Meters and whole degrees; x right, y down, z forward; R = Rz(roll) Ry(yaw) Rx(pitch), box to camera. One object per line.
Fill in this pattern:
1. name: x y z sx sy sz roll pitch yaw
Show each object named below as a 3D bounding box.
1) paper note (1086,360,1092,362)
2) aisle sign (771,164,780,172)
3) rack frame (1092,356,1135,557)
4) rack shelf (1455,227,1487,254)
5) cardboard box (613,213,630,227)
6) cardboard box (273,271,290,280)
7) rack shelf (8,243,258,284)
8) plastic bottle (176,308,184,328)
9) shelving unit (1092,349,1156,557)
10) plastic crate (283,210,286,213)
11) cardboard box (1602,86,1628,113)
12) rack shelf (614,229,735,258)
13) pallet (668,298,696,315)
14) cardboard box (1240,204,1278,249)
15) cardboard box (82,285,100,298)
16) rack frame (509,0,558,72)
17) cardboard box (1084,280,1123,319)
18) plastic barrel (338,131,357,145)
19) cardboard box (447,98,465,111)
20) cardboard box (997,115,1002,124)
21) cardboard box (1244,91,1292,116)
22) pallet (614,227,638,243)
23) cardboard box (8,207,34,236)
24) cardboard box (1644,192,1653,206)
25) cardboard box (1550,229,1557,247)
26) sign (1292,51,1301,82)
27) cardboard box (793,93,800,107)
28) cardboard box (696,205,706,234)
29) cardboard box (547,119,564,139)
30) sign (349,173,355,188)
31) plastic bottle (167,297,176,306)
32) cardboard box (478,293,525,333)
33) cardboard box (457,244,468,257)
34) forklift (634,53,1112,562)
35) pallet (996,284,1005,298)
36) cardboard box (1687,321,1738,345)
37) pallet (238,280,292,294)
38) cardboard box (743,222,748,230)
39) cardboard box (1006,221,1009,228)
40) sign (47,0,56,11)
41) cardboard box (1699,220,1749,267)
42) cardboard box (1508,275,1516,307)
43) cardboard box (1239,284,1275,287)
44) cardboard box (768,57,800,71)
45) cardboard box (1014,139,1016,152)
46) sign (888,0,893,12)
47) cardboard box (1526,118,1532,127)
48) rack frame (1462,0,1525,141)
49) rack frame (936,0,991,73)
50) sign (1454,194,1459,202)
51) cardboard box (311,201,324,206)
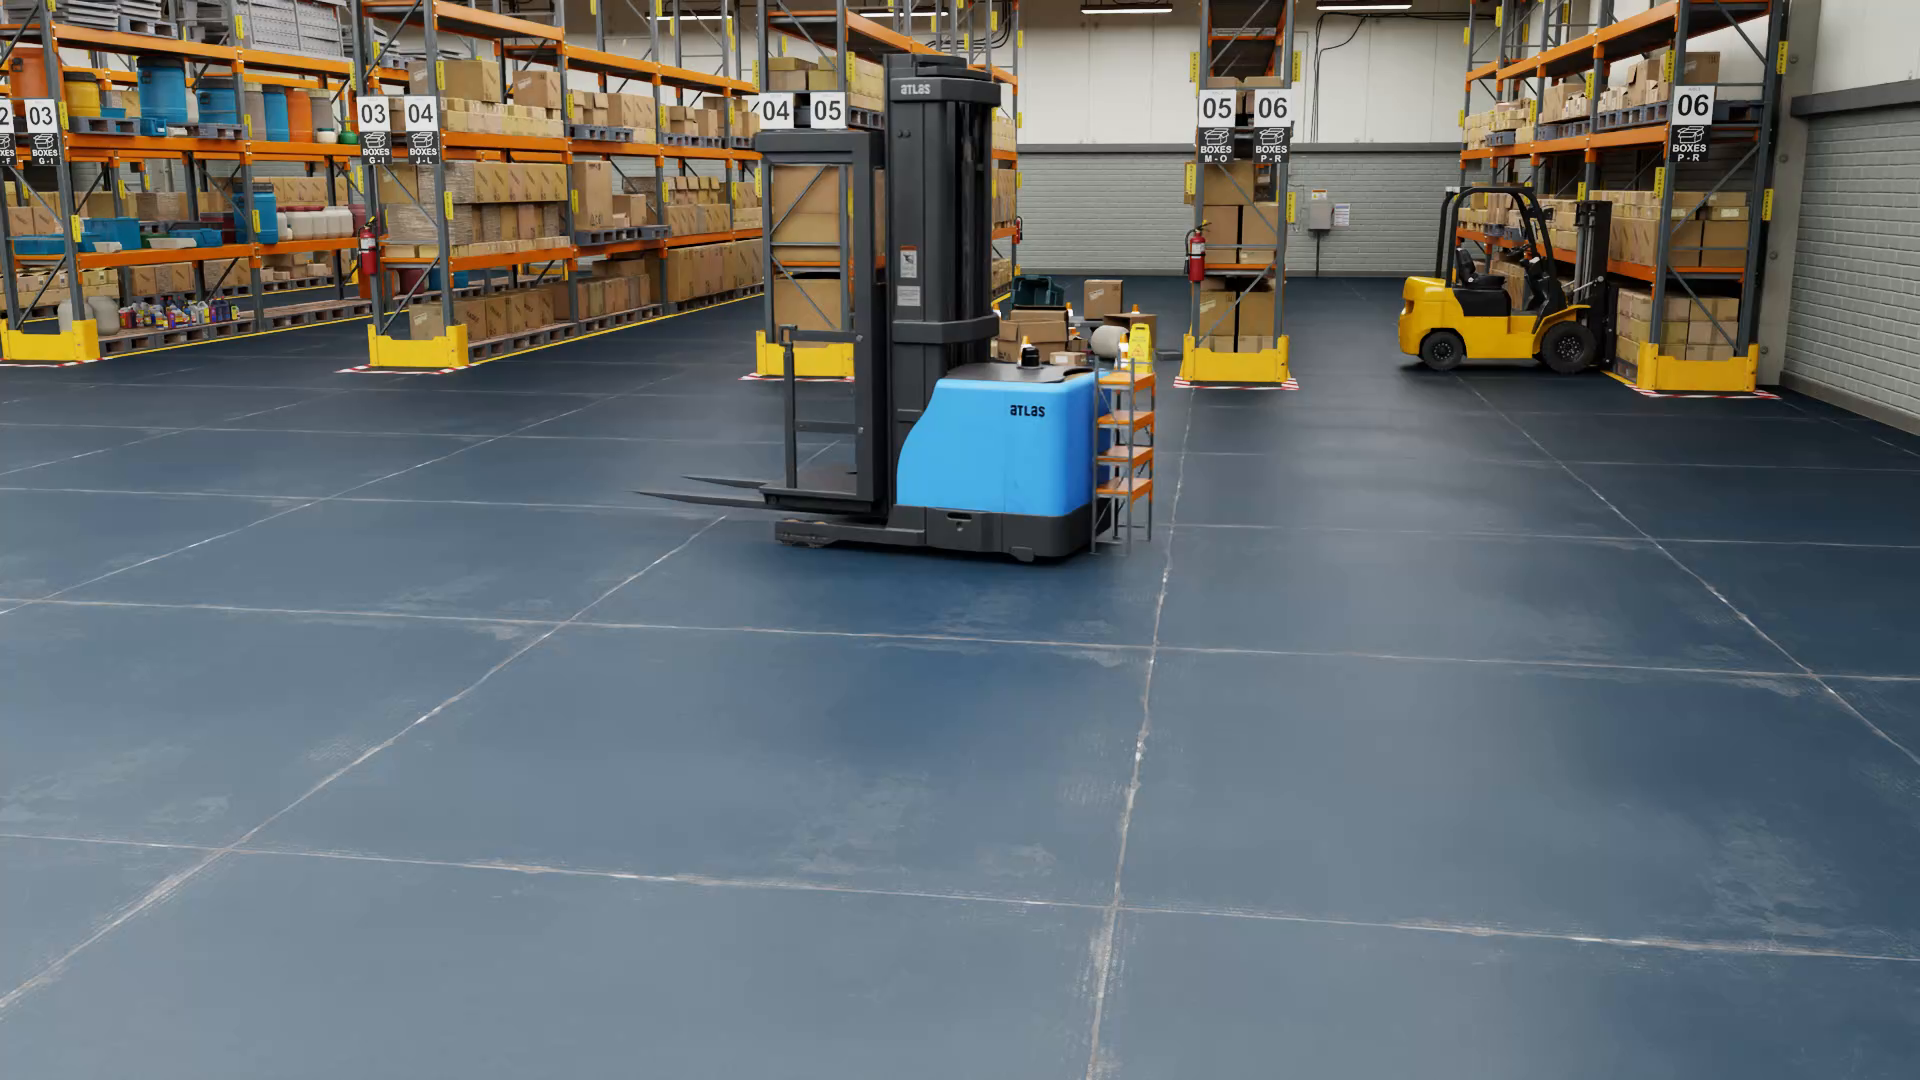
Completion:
1. paper note: 1.582 -2.259 20.932 0.148 0.019 0.142 7 14 28
2. aisle sign: -3.899 -8.211 35.303 0.394 0.787 0.004 2 12 9
3. rack frame: 0.913 -0.492 9.929 0.240 1.200 0.015 5 13 21
4. rack shelf: 10.183 -5.686 31.464 1.077 0.370 4.000 2 12 9
5. cardboard box: -5.426 -5.053 26.144 0.396 0.266 0.258 2 12 7
6. cardboard box: -14.208 -5.515 34.644 0.380 0.166 0.250 2 12 9
7. rack shelf: -11.254 -3.829 22.850 1.077 0.370 4.000 2 12 9
8. plastic bottle: -10.906 -3.106 23.216 0.097 0.271 0.097 0 12 0
9. shelving unit: 1.001 -0.540 10.151 0.258 1.200 0.503 5 13 21
10. plastic crate: -10.882 -5.135 27.049 0.402 0.464 0.583 2 12 9
11. cardboard box: 8.277 -5.468 20.601 0.500 0.311 0.500 2 12 10
12. rack shelf: -5.129 -5.334 29.833 1.077 0.370 4.000 2 12 9
13. pallet: -5.241 -4.068 28.869 1.003 0.211 1.213 2 12 9
14. cardboard box: 3.548 -3.675 19.483 0.500 0.500 0.500 2 12 10
15. cardboard box: -15.140 -4.228 28.521 0.500 0.250 0.500 2 12 8
16. rack frame: -9.100 -10.028 35.666 1.000 3.000 0.127 2 12 9
17. cardboard box: 1.977 -3.316 22.894 0.500 0.500 0.500 2 12 9
18. plastic barrel: -10.318 -6.768 28.024 0.294 0.245 0.294 0 12 0
19. cardboard box: -6.261 -5.293 20.223 0.380 0.149 0.250 2 12 10
20. cardboard box: 0.598 -8.078 31.958 0.380 0.149 0.250 3 12 11
21. cardboard box: 3.466 -4.918 18.722 0.500 0.250 0.500 2 12 8
22. pallet: -5.701 -4.763 25.927 1.003 0.211 1.213 2 12 9
23. cardboard box: -15.548 -5.181 27.176 0.500 0.500 0.500 2 12 9
24. cardboard box: 7.898 -3.824 18.633 0.380 0.149 0.250 2 12 10
25. cardboard box: 8.715 -4.311 23.732 0.500 0.250 0.500 2 12 10
26. sign: 3.661 -5.159 18.119 0.100 0.325 0.005 2 12 9
27. cardboard box: -2.065 -5.100 19.283 0.380 0.149 0.250 2 12 9
28. cardboard box: -4.862 -5.729 29.720 0.500 0.500 0.500 2 12 9
29. cardboard box: -5.864 -5.727 23.182 0.500 0.250 0.500 2 12 11
30. sign: -13.449 -7.955 36.788 0.100 0.325 0.005 2 12 9
31. plastic bottle: -11.480 -3.363 24.222 0.144 0.351 0.185 2 12 10
32. cardboard box: -6.251 -3.087 22.635 0.500 0.500 0.500 1 12 4
33. cardboard box: -6.330 -3.585 20.603 0.380 0.149 0.250 2 12 9
34. forklift: -0.610 -1.479 10.398 3.031 2.935 1.130 5 13 21
35. pallet: 0.317 -4.953 32.976 1.003 0.211 1.213 2 12 9
36. cardboard box: 8.308 -2.320 18.481 0.500 0.250 0.500 2 12 10
37. pallet: -14.503 -5.204 34.139 1.003 0.211 1.213 2 12 9
38. cardboard box: -4.367 -6.140 32.460 0.380 0.149 0.250 2 12 11
39. cardboard box: 0.793 -6.396 33.650 0.380 0.149 0.250 2 12 10
40. sign: -11.018 -6.577 20.146 0.100 0.325 0.005 2 12 9
41. cardboard box: 8.381 -3.266 18.292 0.500 0.500 0.500 2 12 10
42. cardboard box: 9.278 -4.080 27.241 0.500 0.500 0.500 2 12 11
43. cardboard box: 3.687 -2.888 20.524 0.500 0.500 0.500 2 12 10
44. cardboard box: -2.065 -5.491 19.203 0.380 0.149 0.250 2 12 9
45. cardboard box: 0.871 -8.043 33.930 0.500 0.250 0.500 2 12 7
46. sign: -1.089 -8.531 26.316 0.100 0.325 0.005 2 12 9
47. cardboard box: 9.197 -6.618 26.373 0.380 0.149 0.250 2 12 9
48. rack frame: 10.491 -9.387 32.688 1.000 3.000 0.127 2 12 9
49. rack frame: 0.064 -8.853 30.214 1.000 3.000 0.127 2 12 9
50. sign: 9.955 -6.895 33.311 0.100 0.325 0.005 2 12 9
51. cardboard box: -13.953 -6.992 35.579 0.500 0.500 0.500 2 12 9
